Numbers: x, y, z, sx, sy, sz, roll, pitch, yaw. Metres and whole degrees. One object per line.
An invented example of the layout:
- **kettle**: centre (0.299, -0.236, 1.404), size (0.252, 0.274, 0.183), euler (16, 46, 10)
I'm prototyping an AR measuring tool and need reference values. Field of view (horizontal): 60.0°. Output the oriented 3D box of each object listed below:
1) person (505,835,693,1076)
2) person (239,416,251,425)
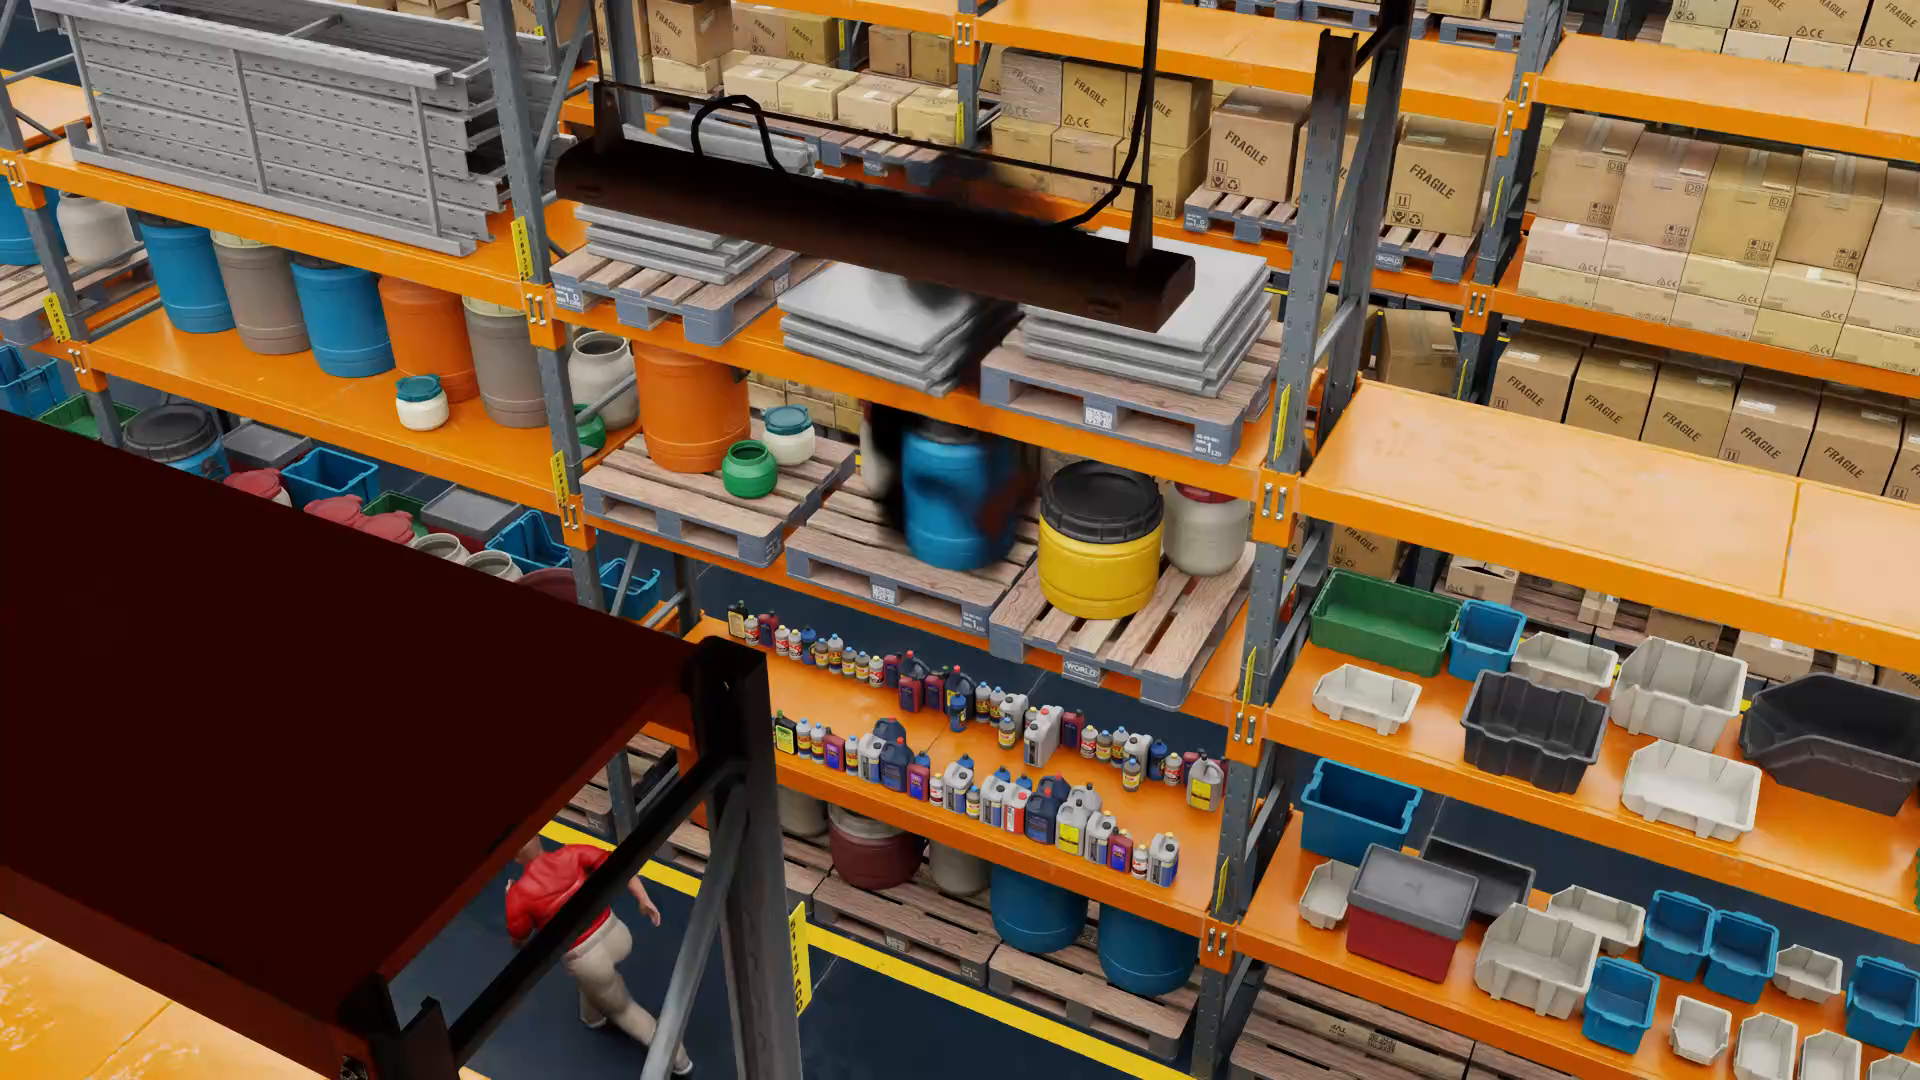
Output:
- **person**: centre (-2.042, 2.329, 9.280), size (1.165, 1.532, 0.655), euler (23, 41, 30)
- **person**: centre (-6.519, -1.818, 14.989), size (0.572, 1.719, 0.660), euler (-5, 35, -7)
